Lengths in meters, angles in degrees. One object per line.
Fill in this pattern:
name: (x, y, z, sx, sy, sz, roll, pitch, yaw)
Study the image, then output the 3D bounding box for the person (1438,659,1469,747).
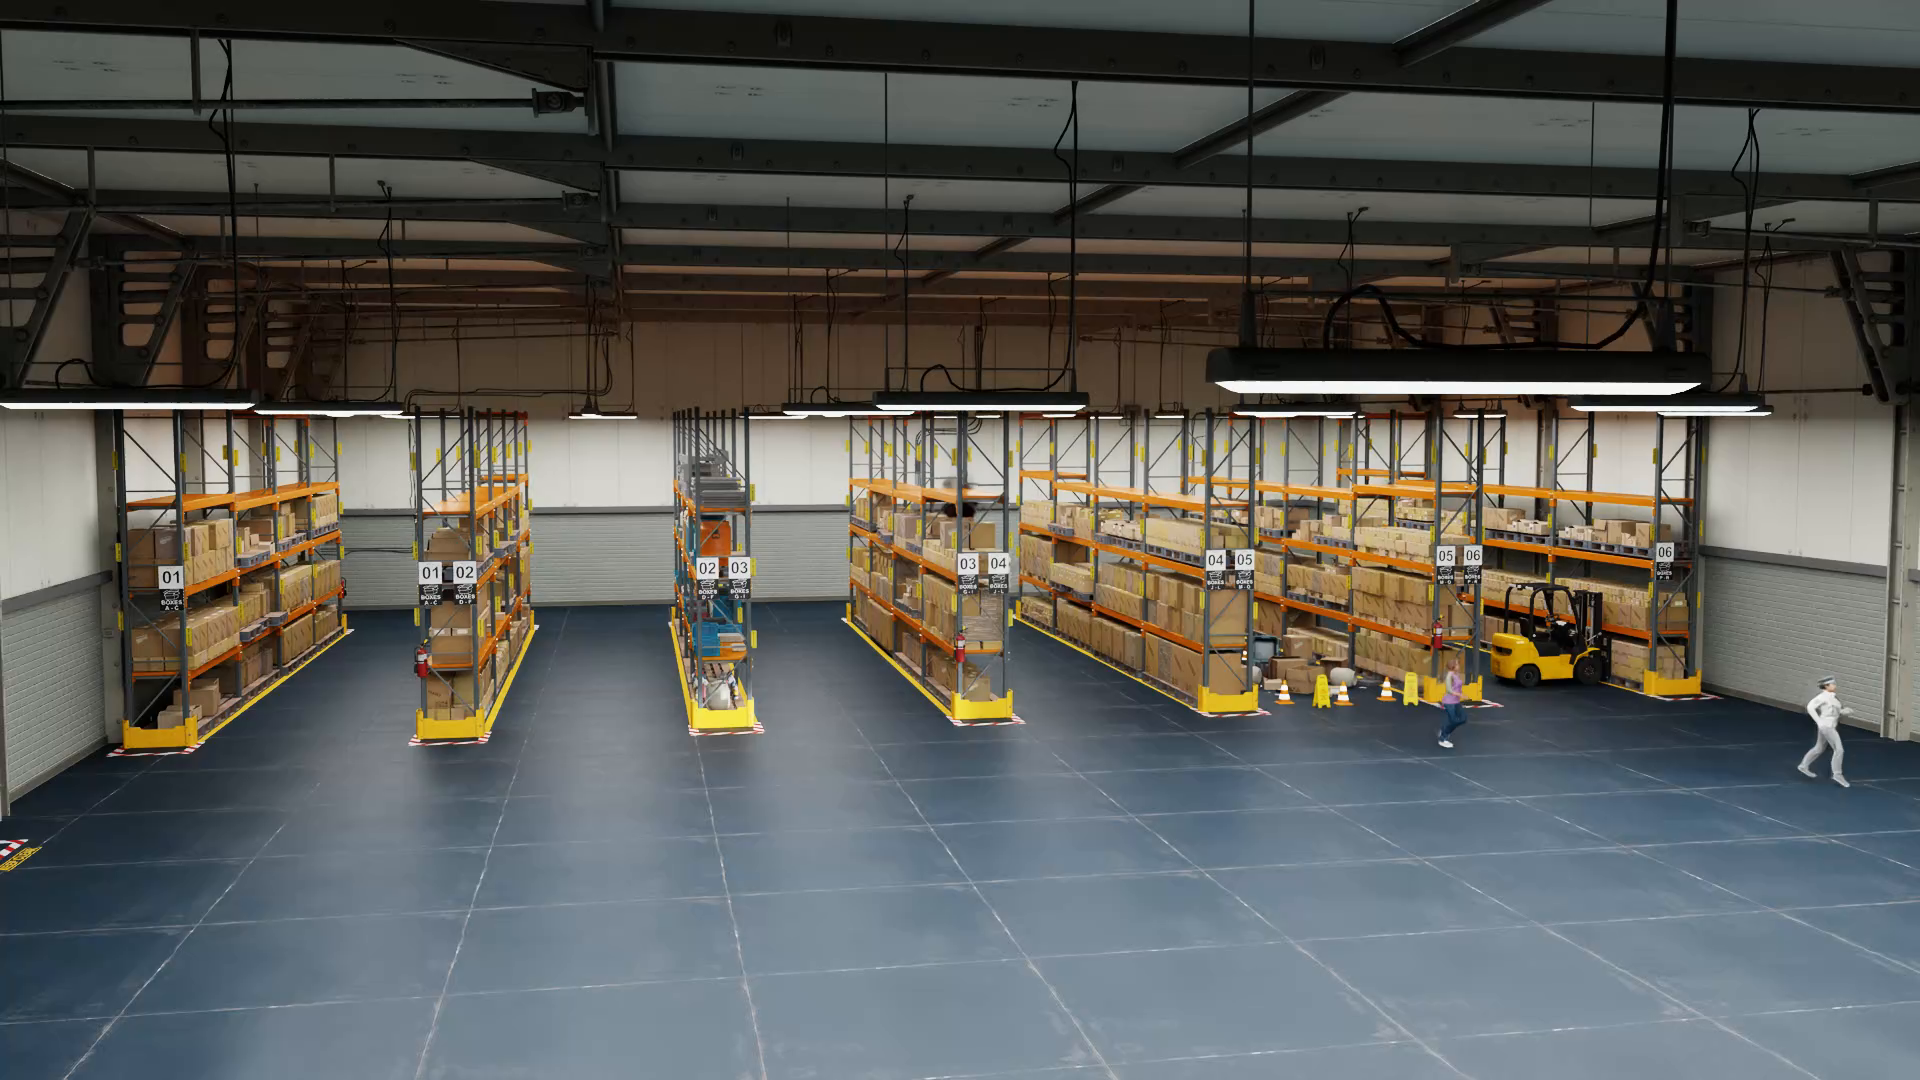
person: (8.691, 2.858, 29.204, 0.558, 1.561, 0.564, 3, 5, 37)

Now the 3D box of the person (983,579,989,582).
person: (0.749, 1.547, 46.854, 0.587, 1.697, 0.928, -1, 4, -11)

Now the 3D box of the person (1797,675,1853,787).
person: (13.698, 2.999, 26.326, 0.785, 1.747, 0.589, 3, 5, 34)
